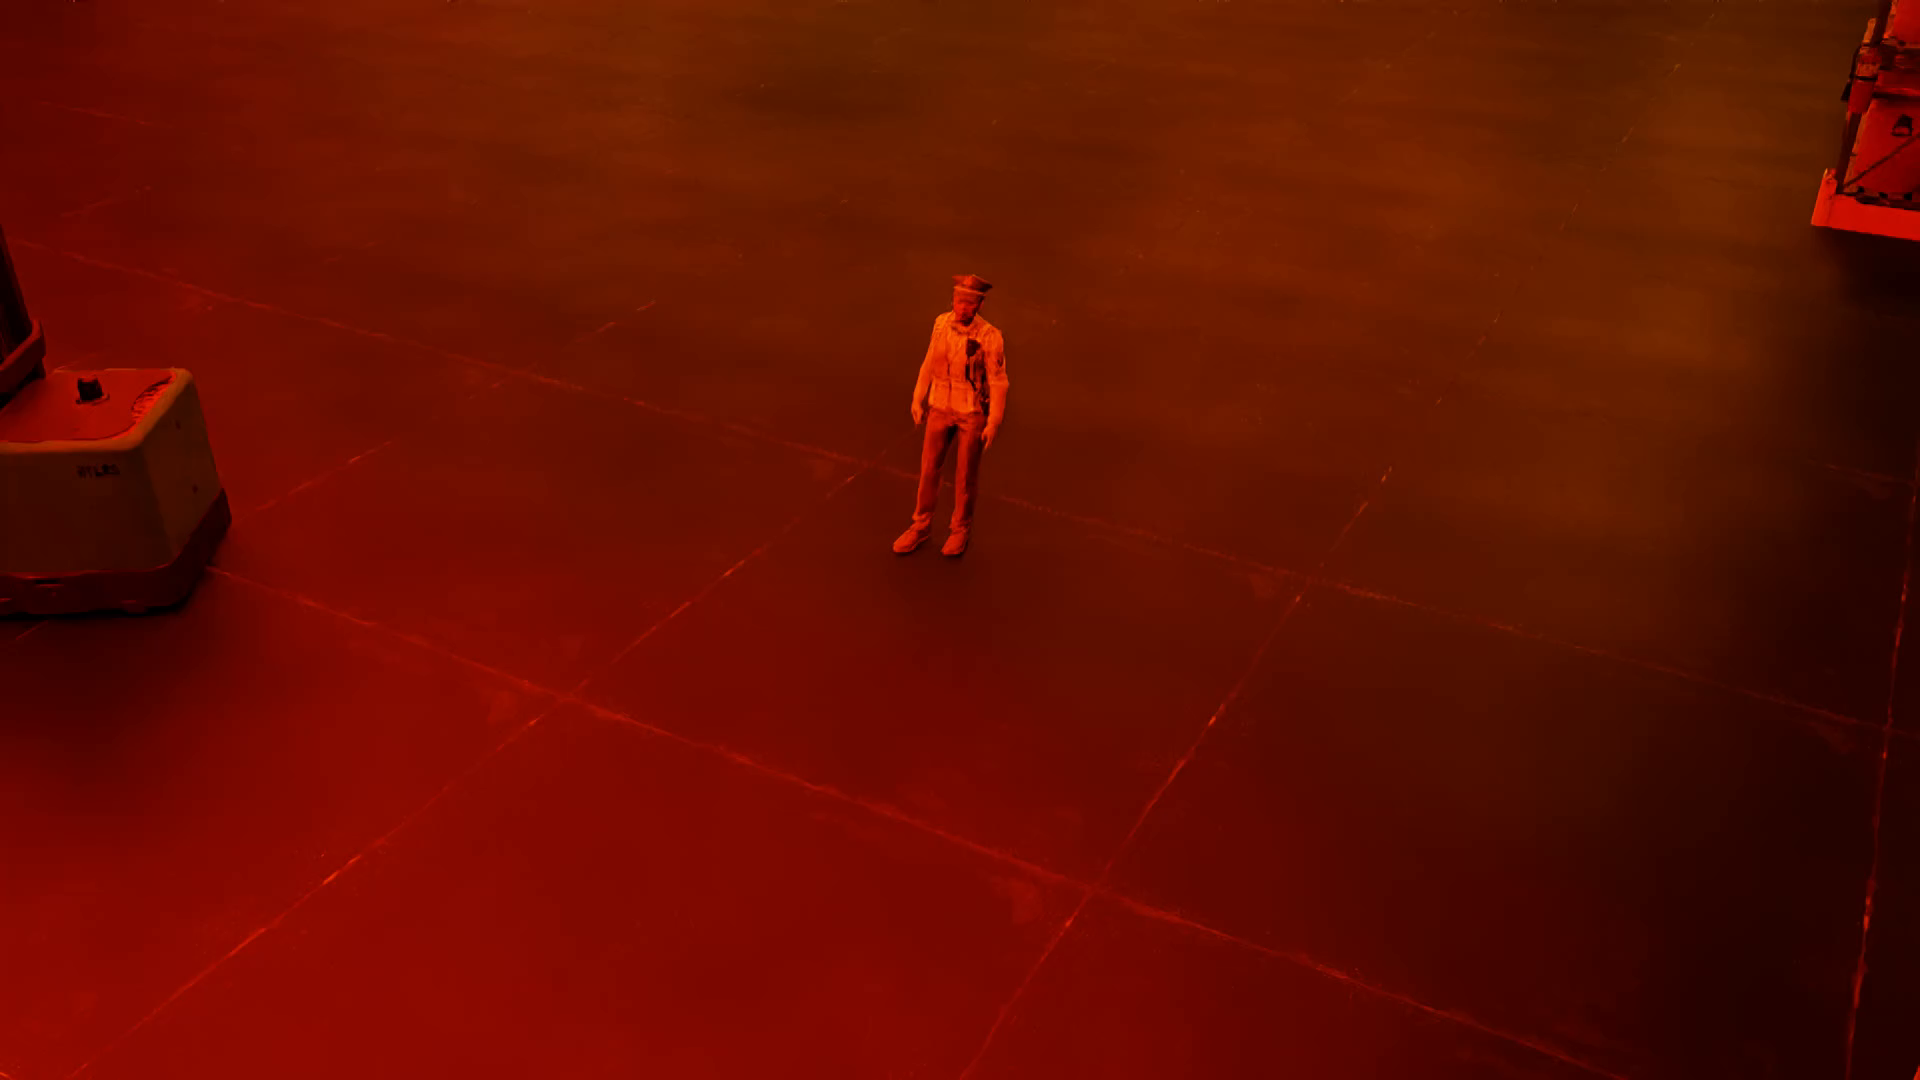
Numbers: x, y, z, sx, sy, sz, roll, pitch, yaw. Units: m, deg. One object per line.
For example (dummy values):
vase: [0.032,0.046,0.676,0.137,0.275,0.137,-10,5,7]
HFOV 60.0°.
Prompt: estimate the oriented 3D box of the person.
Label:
person: [-0.039,-0.713,9.527,0.586,1.695,0.533,15,33,25]

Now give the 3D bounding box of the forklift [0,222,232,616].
forklift: [-5.880,-1.048,8.887,3.031,2.935,1.130,-2,30,-4]
